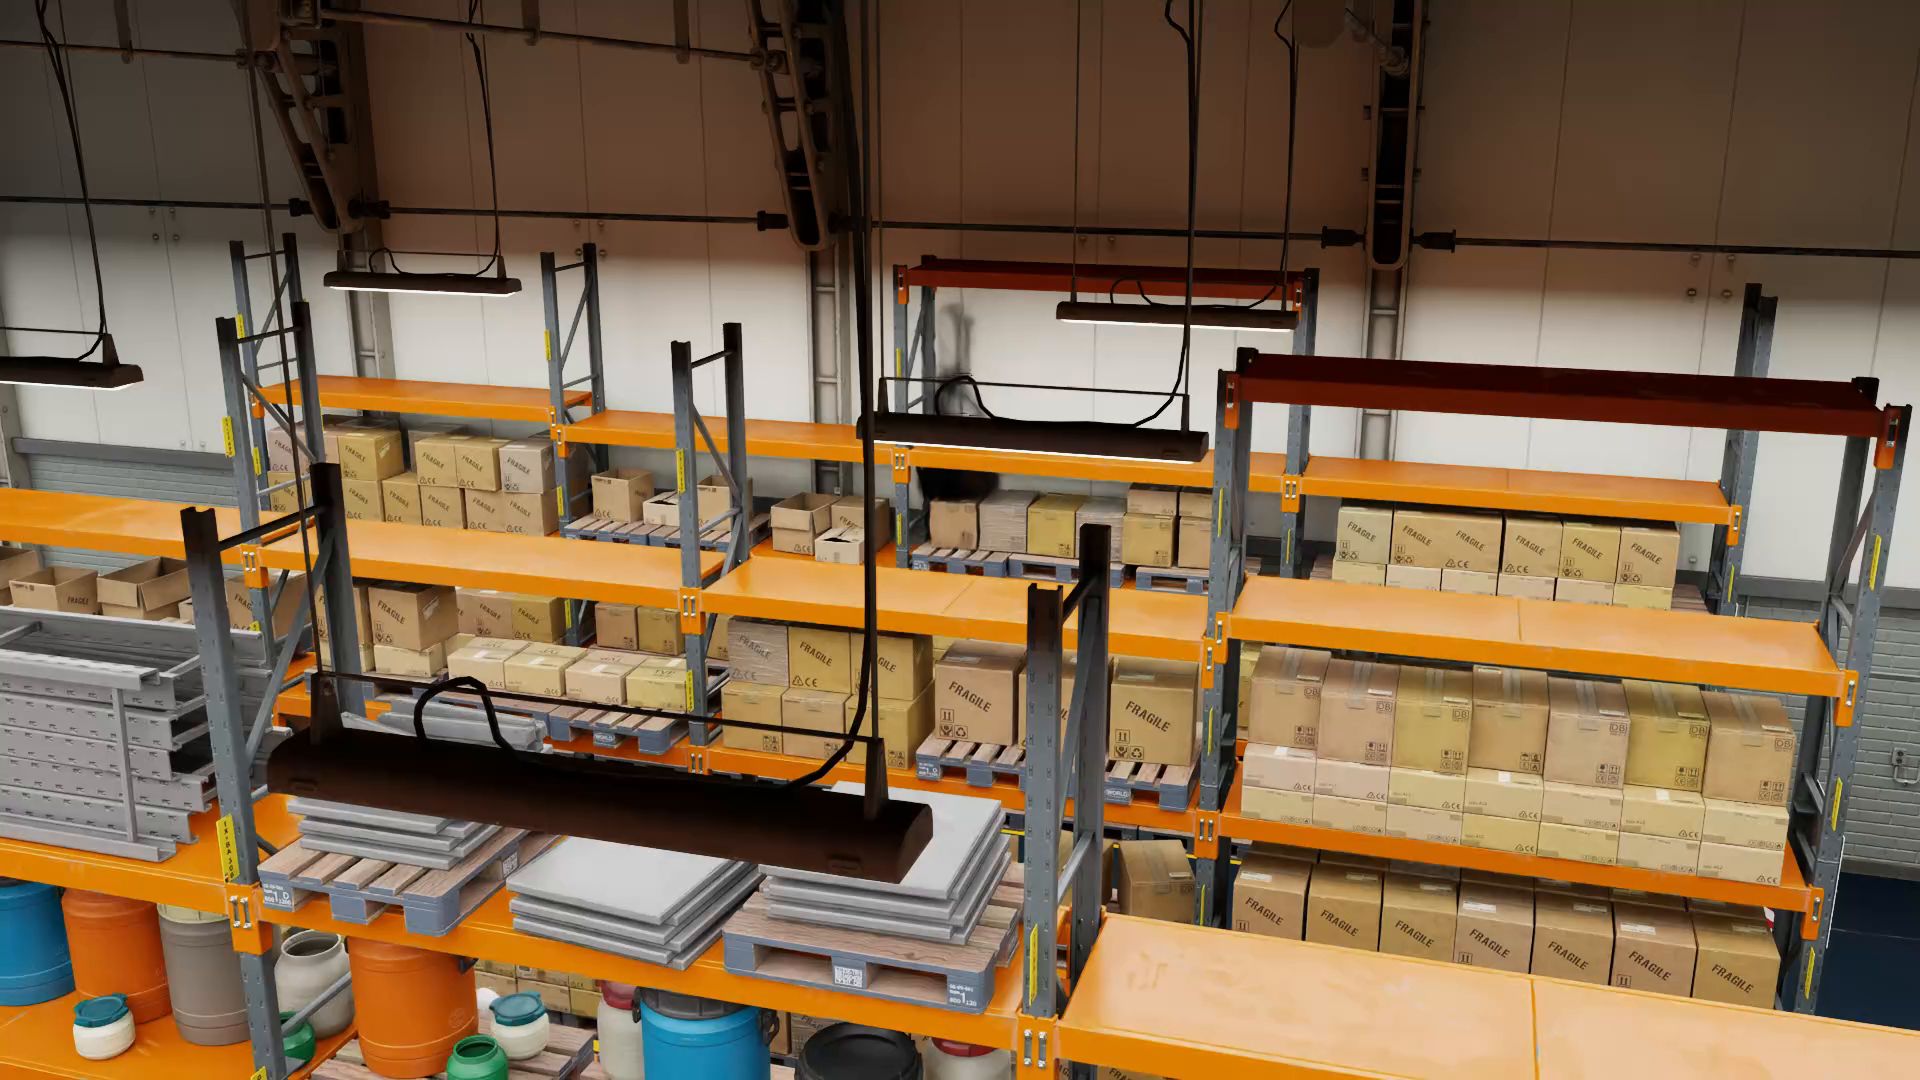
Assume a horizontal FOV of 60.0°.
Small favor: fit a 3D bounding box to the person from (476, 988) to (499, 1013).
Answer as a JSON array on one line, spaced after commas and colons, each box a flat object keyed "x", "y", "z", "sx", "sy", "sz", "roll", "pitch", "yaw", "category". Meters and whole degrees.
[{"x": -3.337, "y": 3.964, "z": 11.795, "sx": 0.932, "sy": 1.766, "sz": 0.669, "roll": 3, "pitch": 16, "yaw": 9, "category": "person"}]
